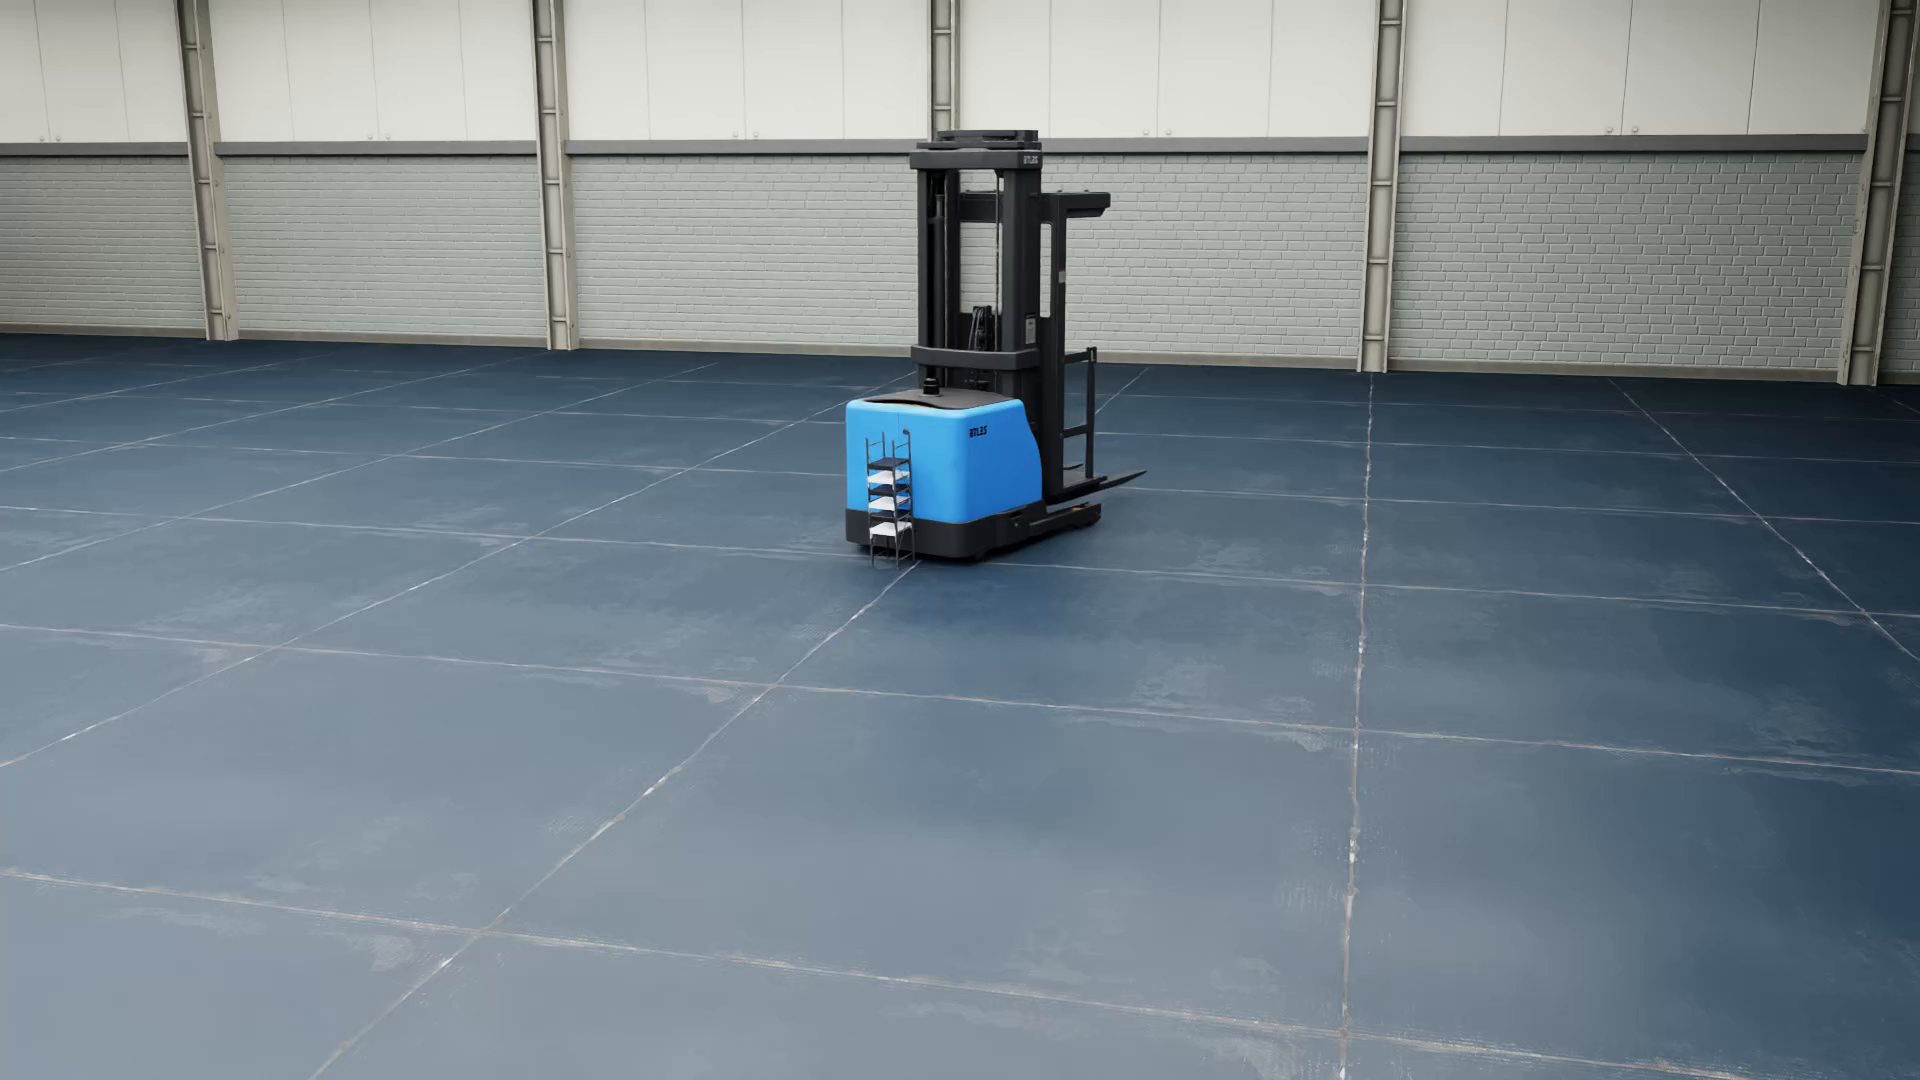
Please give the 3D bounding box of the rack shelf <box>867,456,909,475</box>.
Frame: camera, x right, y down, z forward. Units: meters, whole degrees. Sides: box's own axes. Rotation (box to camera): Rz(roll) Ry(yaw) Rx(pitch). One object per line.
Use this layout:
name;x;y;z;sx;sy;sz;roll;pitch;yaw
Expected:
rack shelf;-0.480;-0.499;11.277;0.200;0.077;0.258;6;17;27

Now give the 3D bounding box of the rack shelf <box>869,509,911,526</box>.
rack shelf;-0.470;-0.152;11.374;0.200;0.077;0.258;6;17;27

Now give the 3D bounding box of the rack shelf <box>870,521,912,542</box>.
rack shelf;-0.467;-0.065;11.398;0.200;0.077;0.258;6;17;27

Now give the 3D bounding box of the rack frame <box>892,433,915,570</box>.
rack frame;-0.384;-0.261;11.295;0.006;0.900;0.240;6;17;27

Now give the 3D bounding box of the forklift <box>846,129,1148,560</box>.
forklift;0.431;-1.565;12.520;1.130;2.935;3.031;8;15;34

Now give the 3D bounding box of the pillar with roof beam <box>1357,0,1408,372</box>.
pillar with roof beam;4.567;-5.787;17.543;0.400;9.000;9.100;3;13;14

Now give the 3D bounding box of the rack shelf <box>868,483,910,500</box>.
rack shelf;-0.475;-0.325;11.326;0.200;0.077;0.258;6;17;27

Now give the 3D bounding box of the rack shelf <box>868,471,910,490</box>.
rack shelf;-0.478;-0.412;11.302;0.200;0.077;0.258;6;17;27

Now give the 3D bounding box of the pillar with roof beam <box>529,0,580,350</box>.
pillar with roof beam;-7.084;-6.410;20.350;0.400;9.000;9.100;3;13;14

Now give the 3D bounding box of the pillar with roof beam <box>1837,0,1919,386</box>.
pillar with roof beam;10.392;-5.476;16.140;0.400;9.000;9.100;3;13;14

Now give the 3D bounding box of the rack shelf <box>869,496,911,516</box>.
rack shelf;-0.473;-0.239;11.350;0.200;0.077;0.258;6;17;27

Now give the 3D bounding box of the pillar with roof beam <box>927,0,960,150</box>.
pillar with roof beam;-1.259;-6.099;18.947;0.400;9.000;9.100;3;13;14

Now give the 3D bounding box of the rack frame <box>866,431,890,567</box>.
rack frame;-0.564;-0.281;11.387;0.006;0.900;0.240;6;17;27

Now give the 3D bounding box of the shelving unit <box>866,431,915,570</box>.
shelving unit;-0.474;-0.271;11.341;0.210;0.900;0.258;6;17;27

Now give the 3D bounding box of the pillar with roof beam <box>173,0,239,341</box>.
pillar with roof beam;-12.909;-6.721;21.753;0.400;9.000;9.100;3;13;14
